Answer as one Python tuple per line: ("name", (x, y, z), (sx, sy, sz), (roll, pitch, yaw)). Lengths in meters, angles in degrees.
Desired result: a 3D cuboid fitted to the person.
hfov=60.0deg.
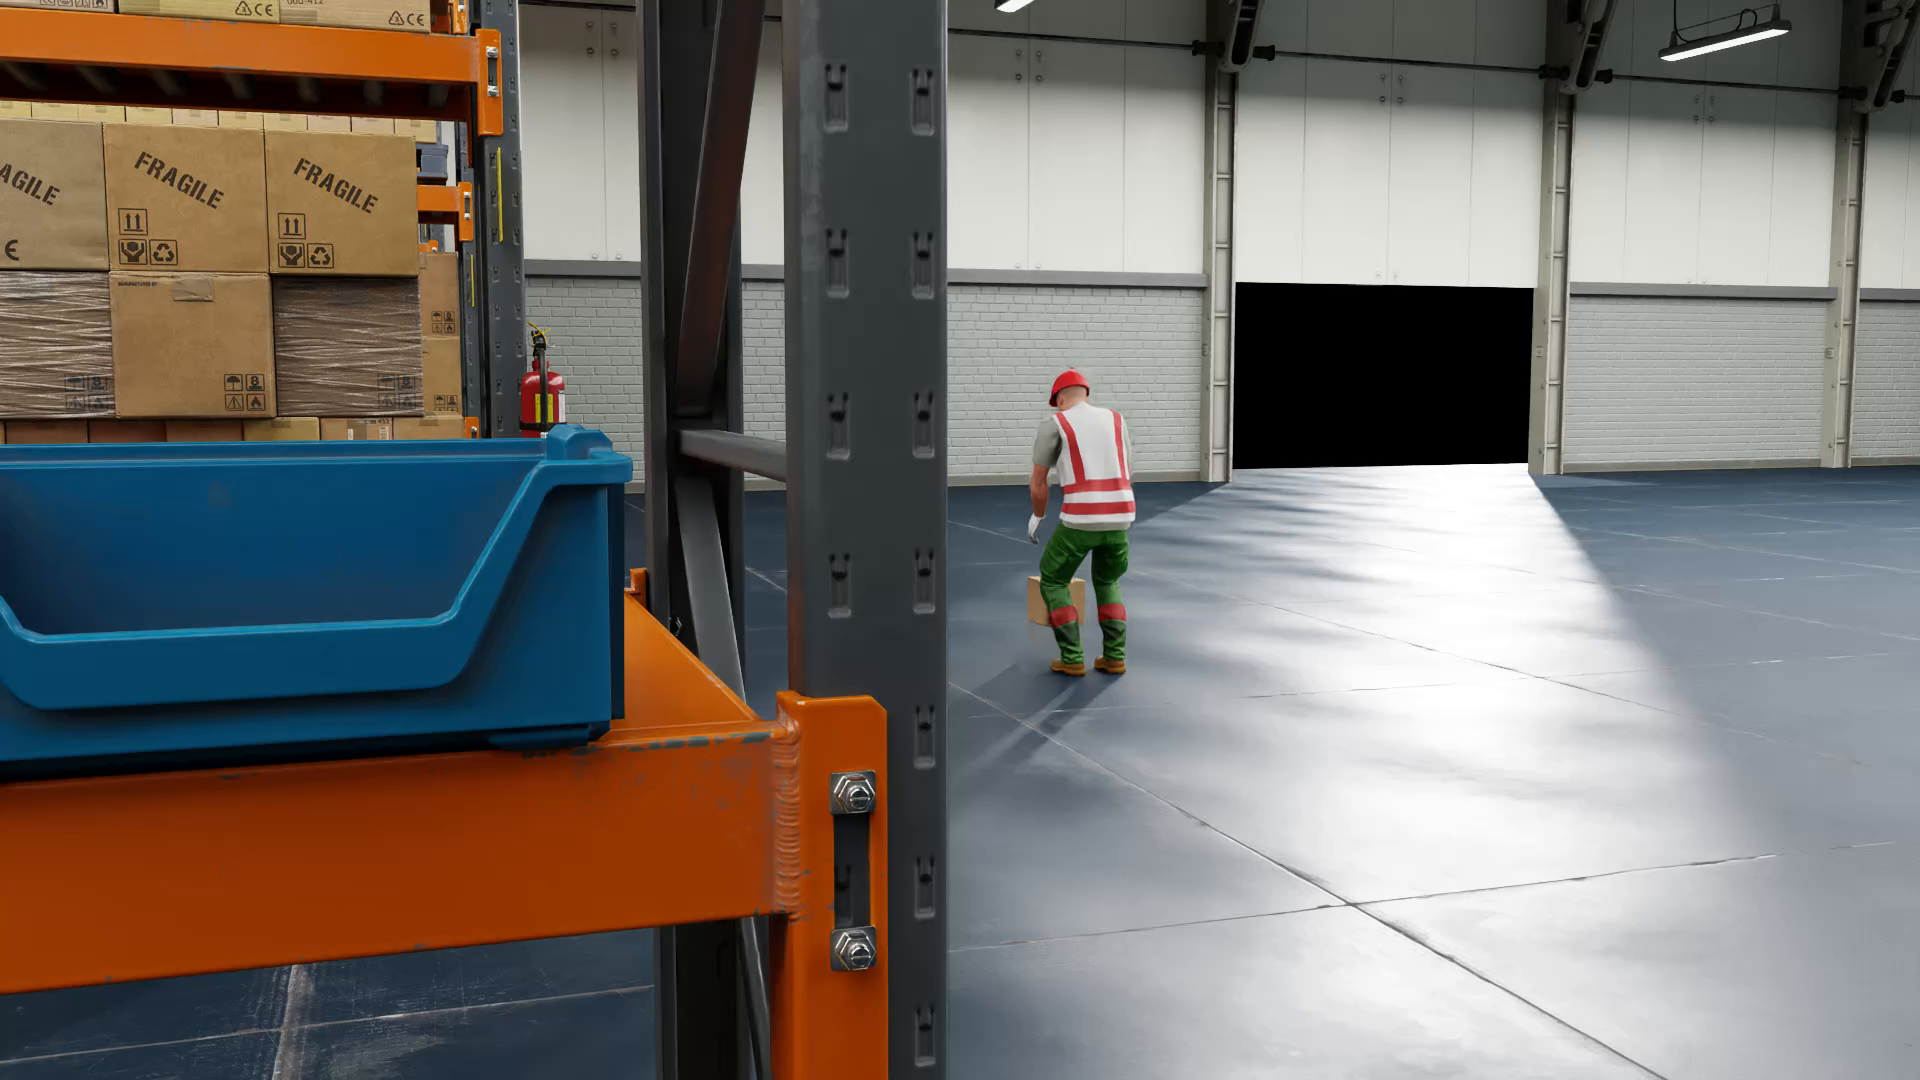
("person", (0.653, -0.098, 8.966), (0.568, 1.627, 0.602), (-2, 6, -18))
